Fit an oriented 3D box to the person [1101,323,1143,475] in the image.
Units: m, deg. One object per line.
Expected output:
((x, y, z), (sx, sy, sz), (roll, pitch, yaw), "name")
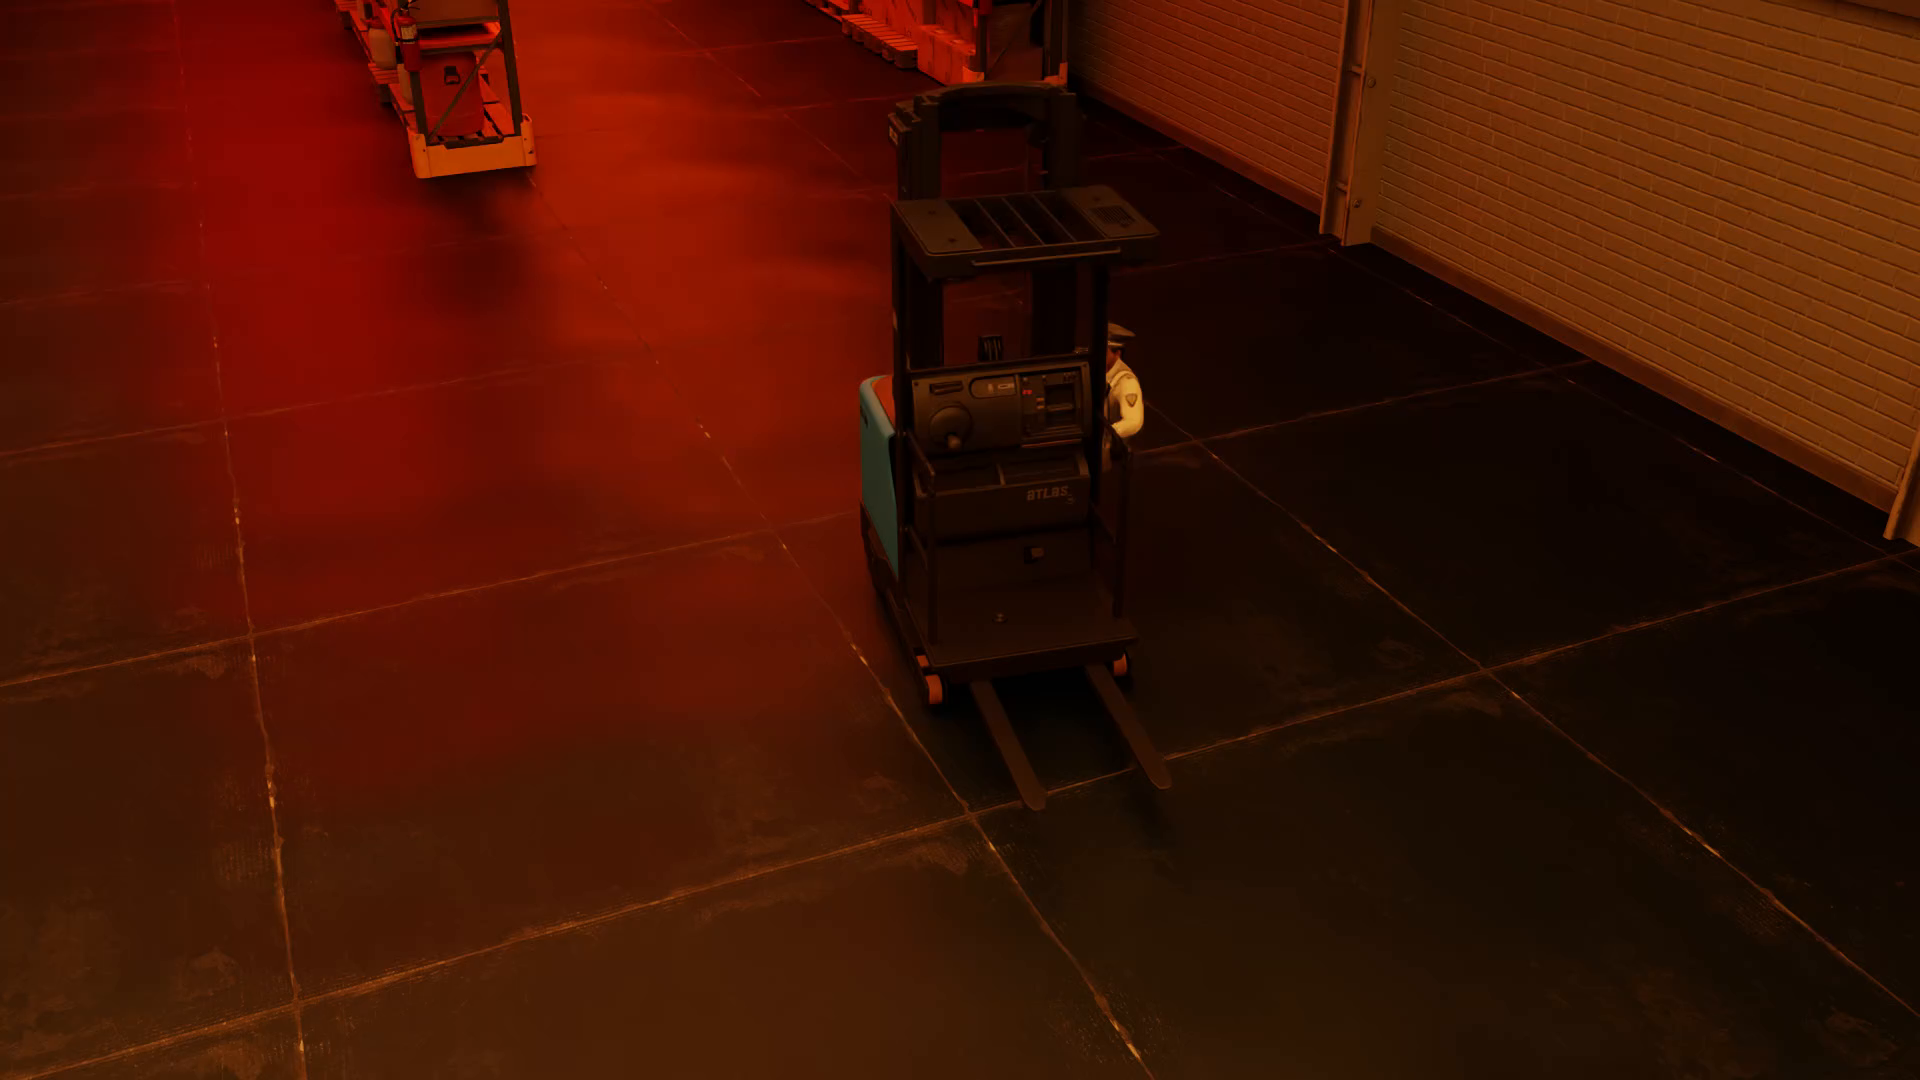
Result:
((0.617, -0.541, 9.550), (0.902, 1.439, 0.795), (26, 39, 37), "person")

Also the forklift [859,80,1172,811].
((0.271, -0.629, 8.219), (1.130, 2.935, 3.031), (-7, 31, -13), "forklift")
